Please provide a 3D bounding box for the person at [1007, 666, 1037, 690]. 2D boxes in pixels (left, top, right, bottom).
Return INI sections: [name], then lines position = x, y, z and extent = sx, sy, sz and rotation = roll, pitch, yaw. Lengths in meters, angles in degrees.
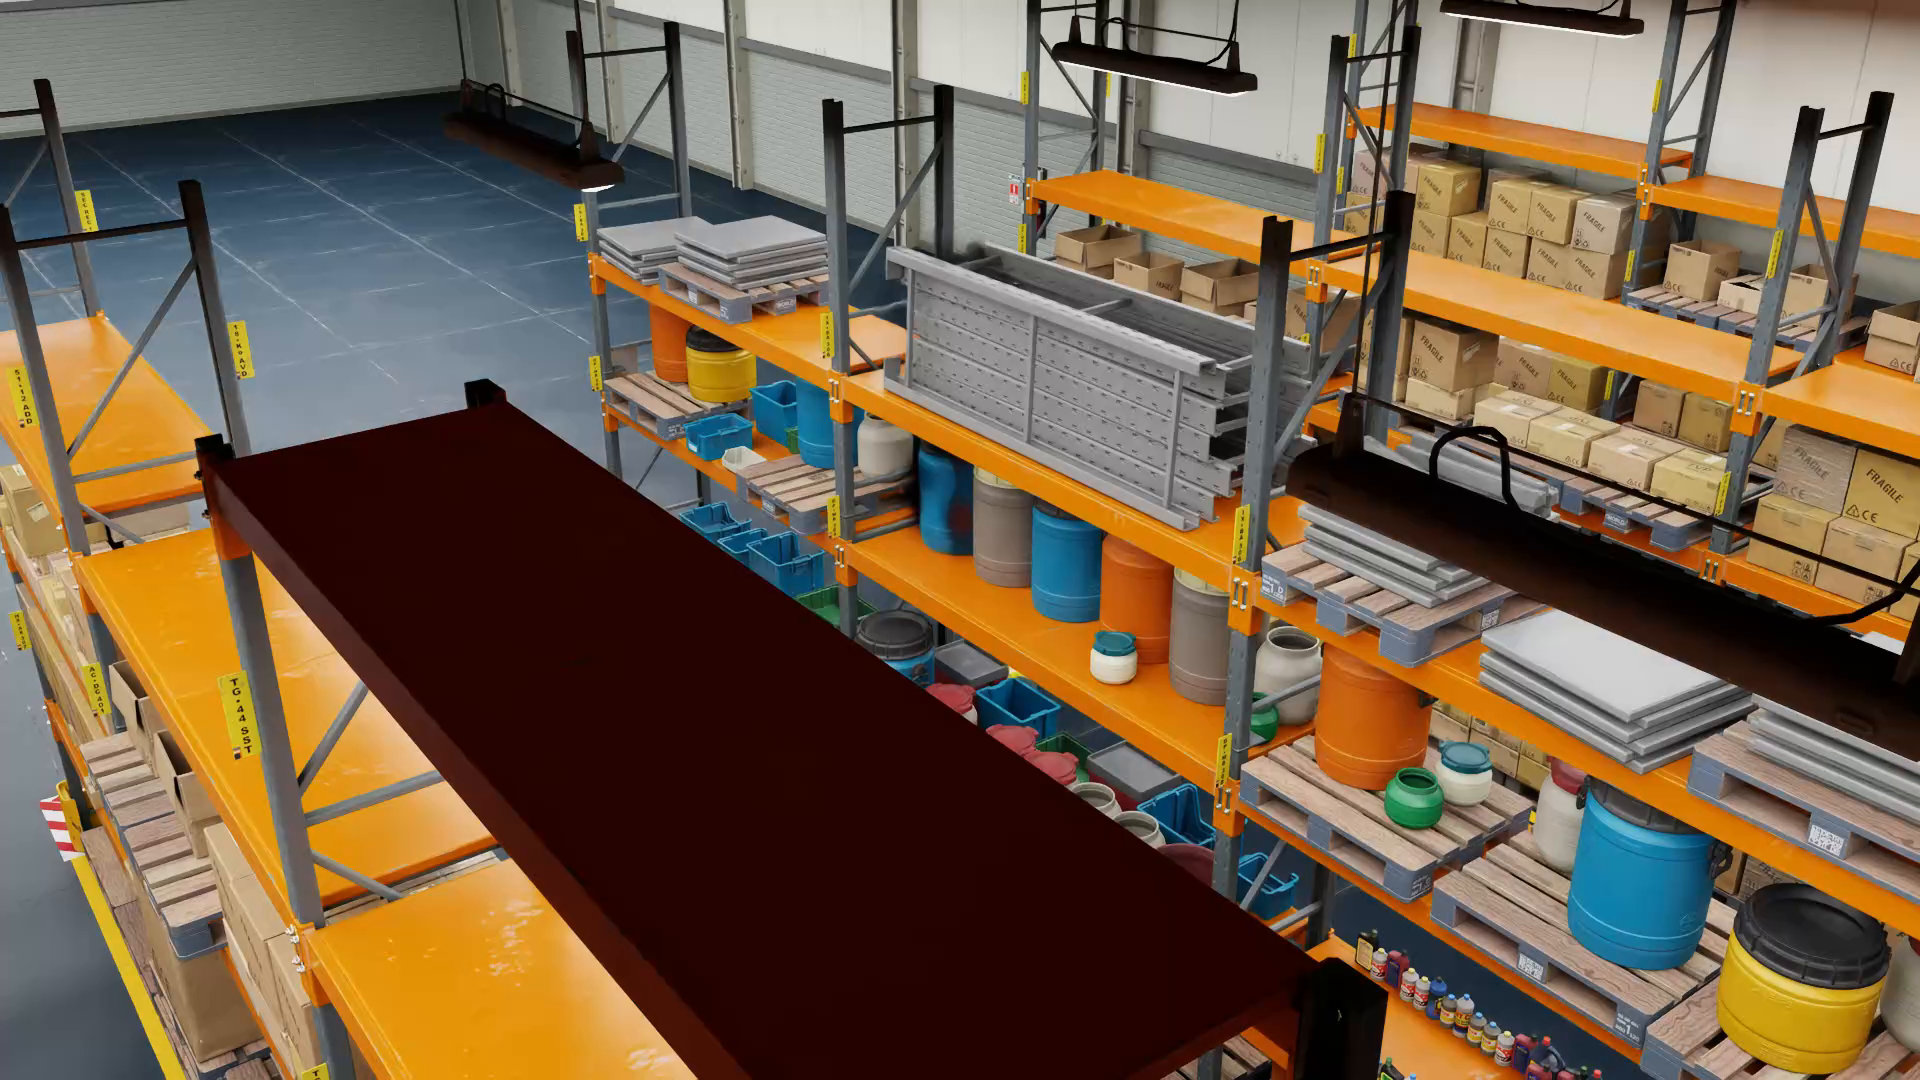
[person]
position = 0.451, 1.188, 14.511
extent = 0.741, 1.675, 0.962
rotation = -8, 26, -18
